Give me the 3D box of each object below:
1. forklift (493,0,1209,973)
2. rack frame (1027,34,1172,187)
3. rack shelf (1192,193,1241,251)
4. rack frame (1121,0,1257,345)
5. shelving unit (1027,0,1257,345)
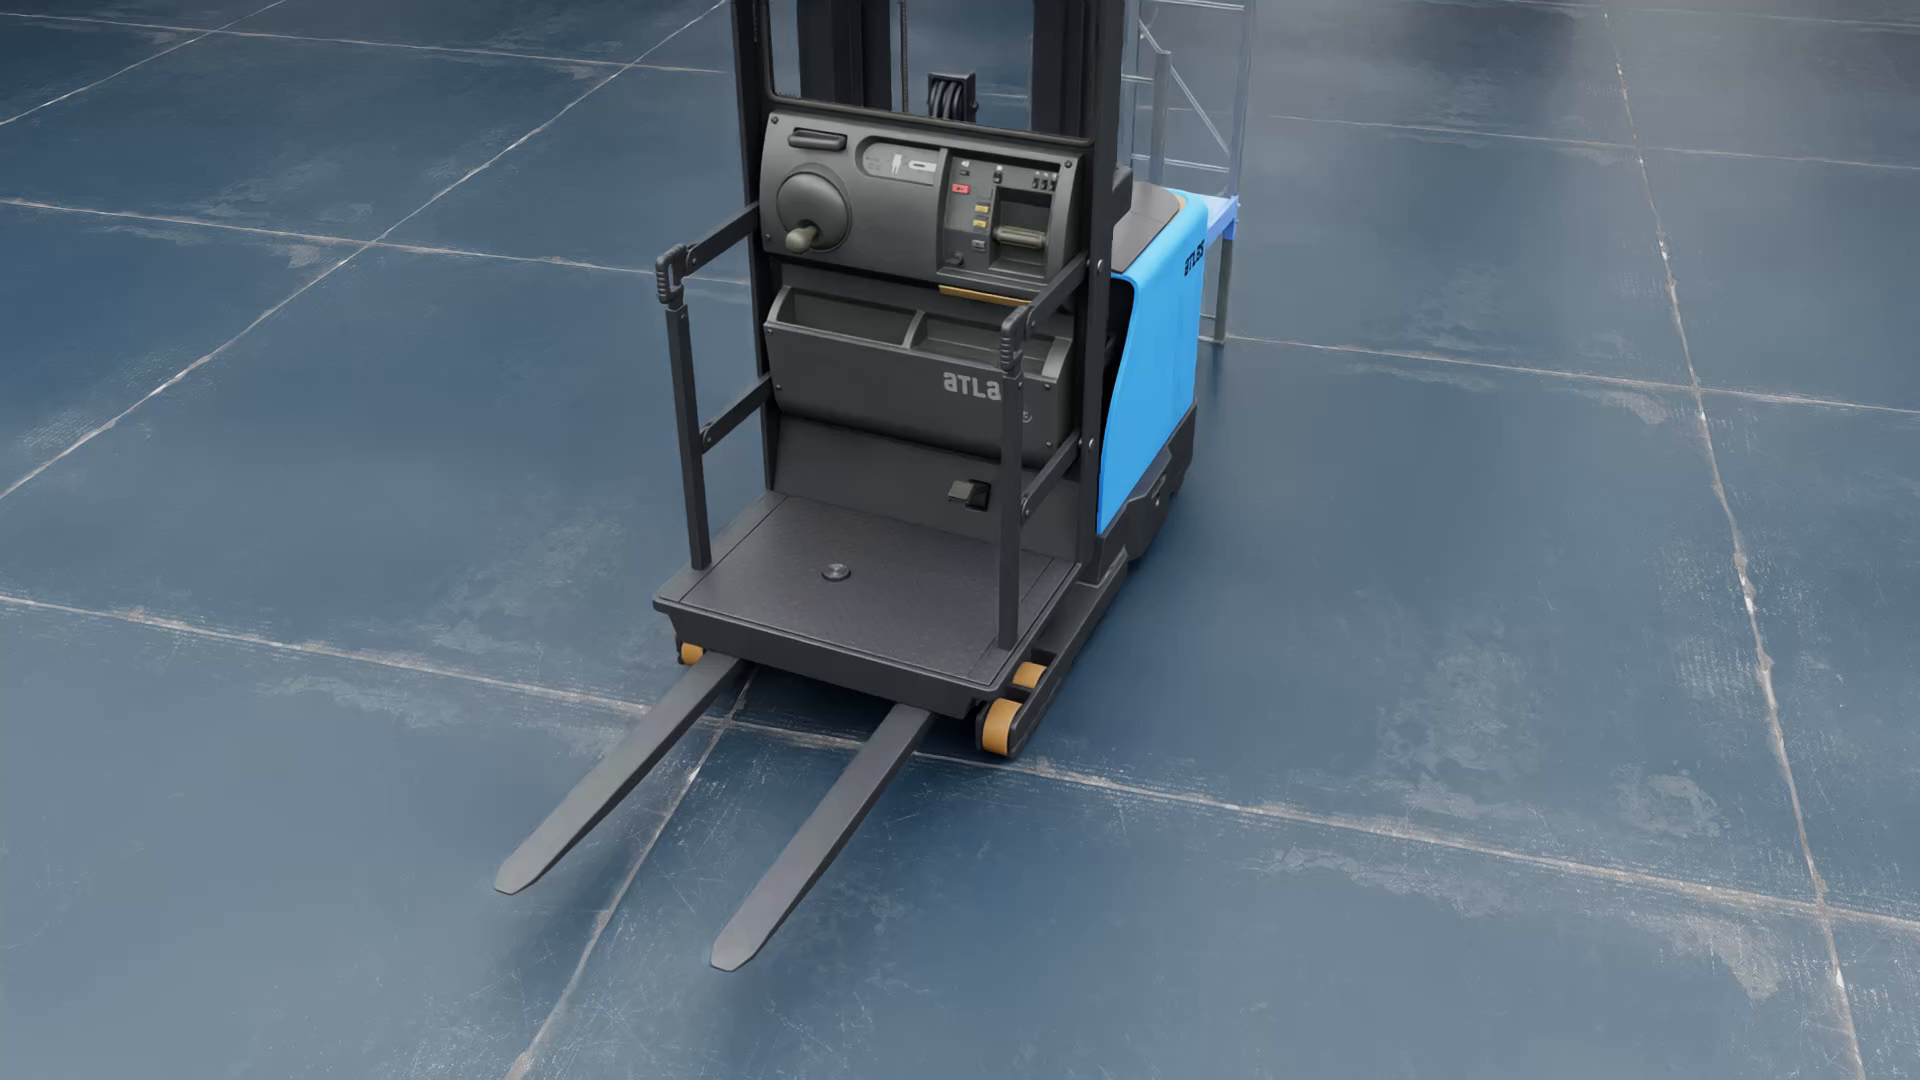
[{"bbox_3d":[-0.212,-0.879,4.401,1.130,2.935,3.031,13,35,20],"label":"forklift"},{"bbox_3d":[0.467,-1.030,5.973,0.500,1.500,0.032,14,35,21],"label":"rack frame"},{"bbox_3d":[0.681,-1.126,6.459,0.538,0.185,1.000,14,35,21],"label":"rack shelf"},{"bbox_3d":[0.895,-1.525,6.751,0.500,1.500,0.032,14,35,21],"label":"rack frame"},{"bbox_3d":[0.681,-1.278,6.362,0.538,1.500,1.048,14,35,21],"label":"shelving unit"}]
